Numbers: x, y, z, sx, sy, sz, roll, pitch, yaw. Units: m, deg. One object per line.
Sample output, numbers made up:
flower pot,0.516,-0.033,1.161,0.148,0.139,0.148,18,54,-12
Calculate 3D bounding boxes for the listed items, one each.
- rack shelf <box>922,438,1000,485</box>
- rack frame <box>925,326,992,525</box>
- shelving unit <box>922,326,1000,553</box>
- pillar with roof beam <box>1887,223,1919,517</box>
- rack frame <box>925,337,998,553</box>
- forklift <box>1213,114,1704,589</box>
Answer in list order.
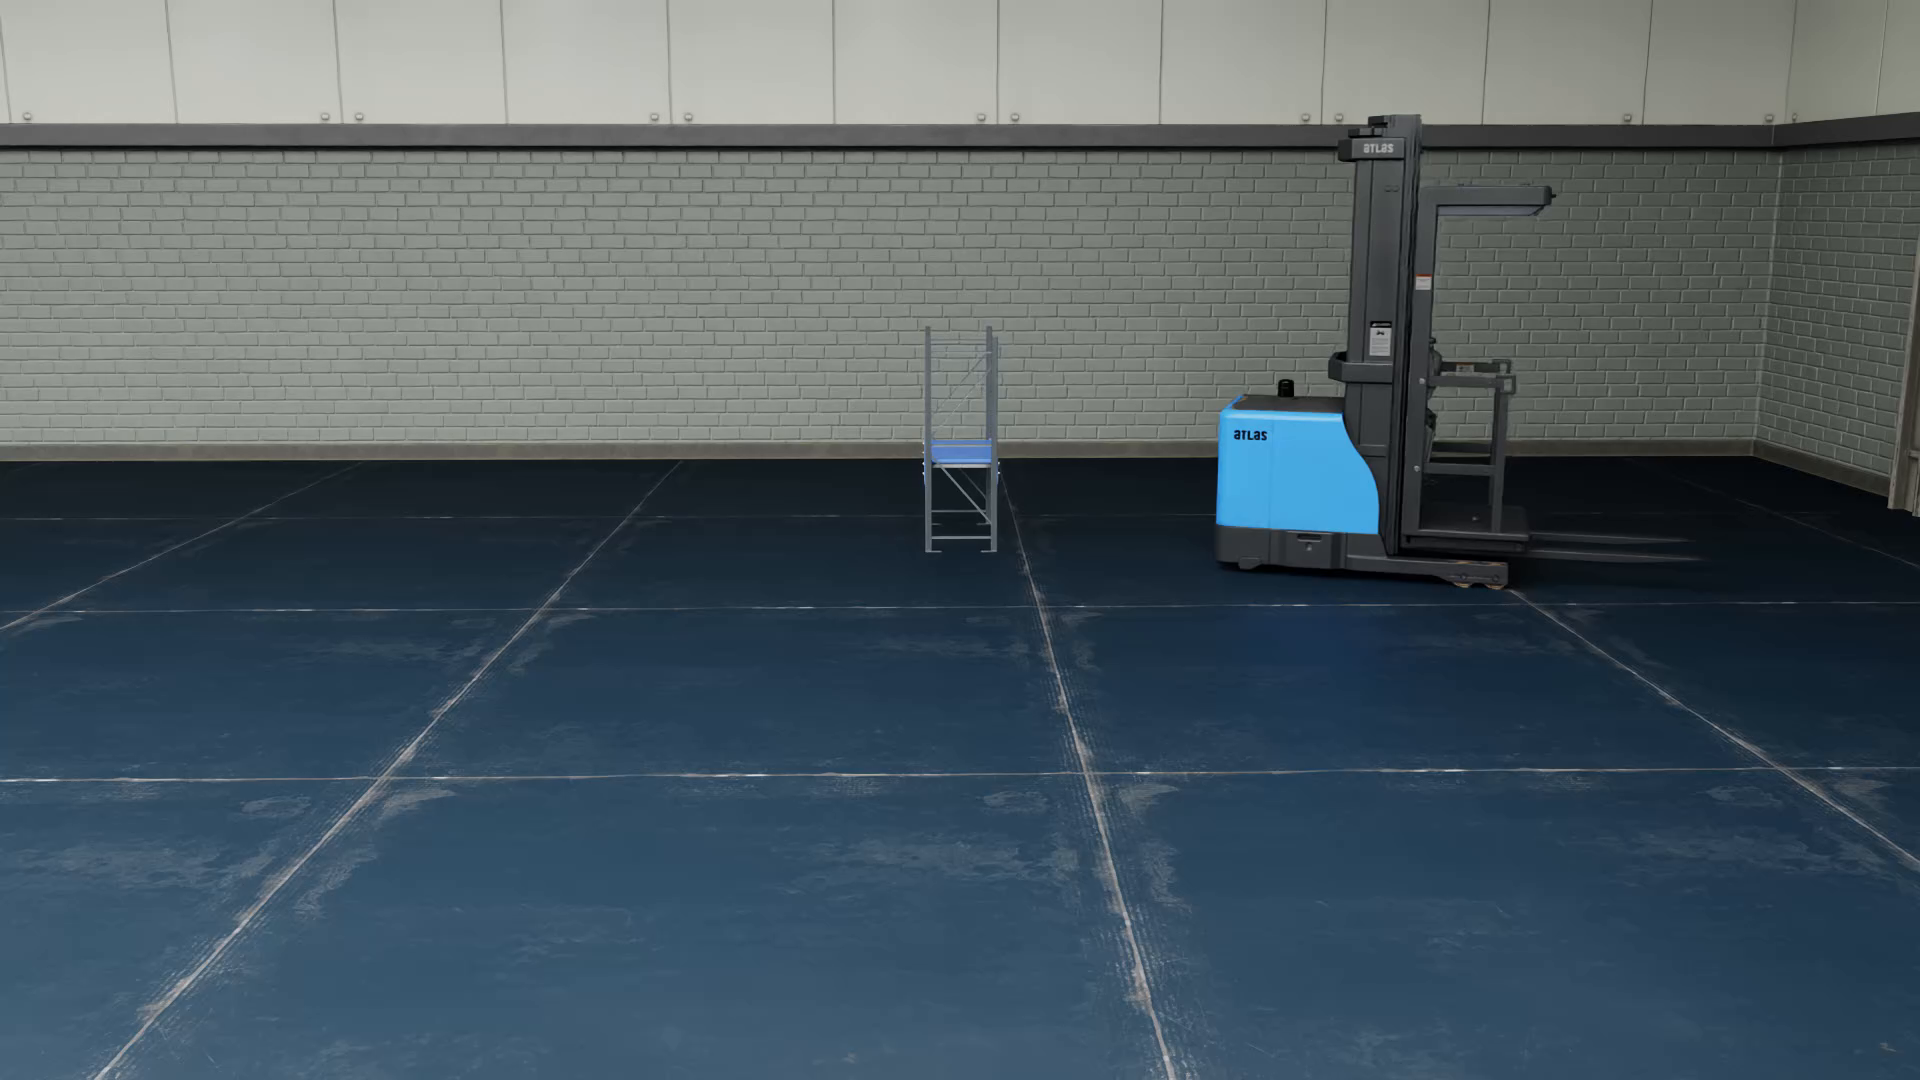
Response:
rack shelf,-0.002,-0.576,12.029,0.538,0.185,1.000,0,11,-1
rack frame,-0.012,-0.853,12.492,0.500,1.500,0.032,0,11,-1
shelving unit,-0.002,-0.752,11.994,0.538,1.500,1.048,0,11,-1
pillar with roof beam,3.294,-4.615,12.172,9.100,9.000,0.400,0,11,-1
rack frame,0.009,-0.651,11.495,0.500,1.500,0.032,0,11,-1
forklift,3.261,-1.242,10.807,3.031,2.935,1.130,3,12,16
